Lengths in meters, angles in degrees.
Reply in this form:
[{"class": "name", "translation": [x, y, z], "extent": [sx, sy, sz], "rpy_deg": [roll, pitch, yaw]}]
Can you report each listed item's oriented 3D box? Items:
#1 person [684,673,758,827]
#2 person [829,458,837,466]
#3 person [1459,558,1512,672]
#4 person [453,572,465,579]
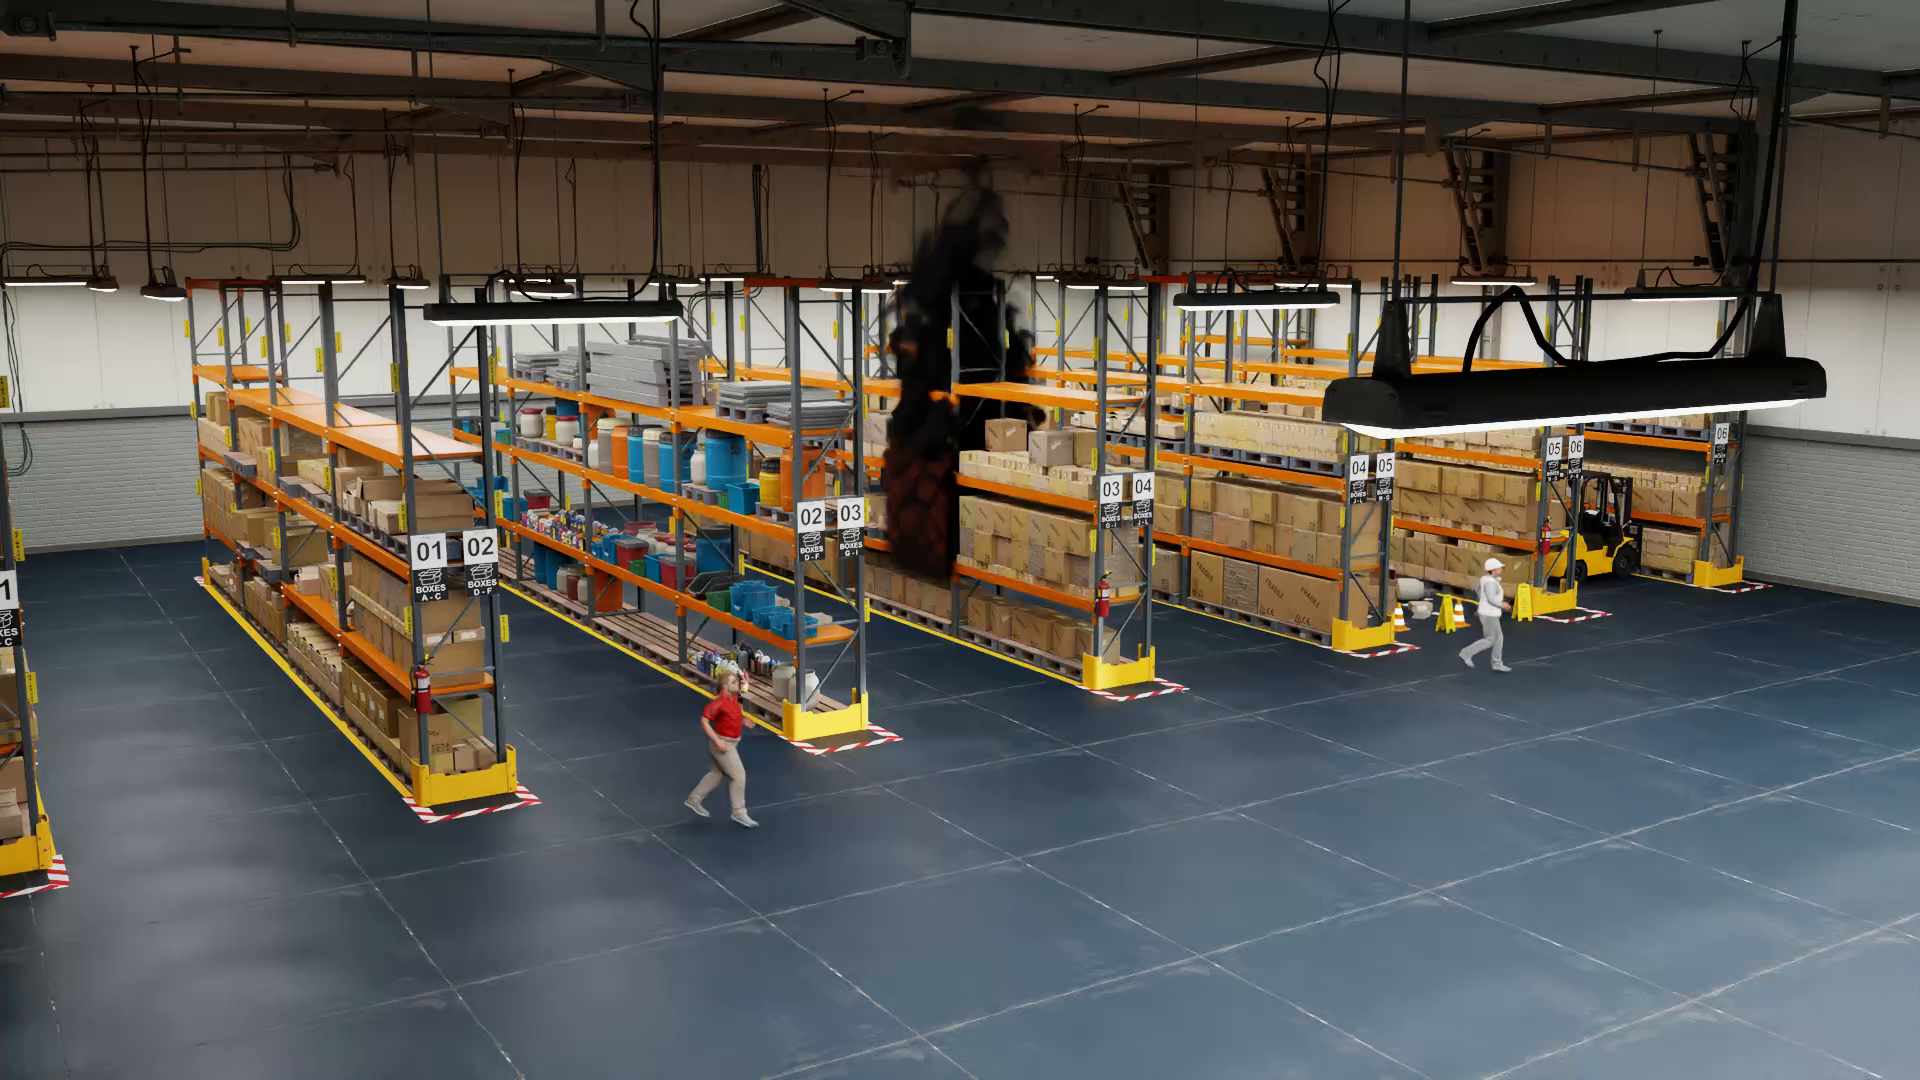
[{"class": "person", "translation": [-2.717, 2.359, 18.804], "extent": [0.854, 1.773, 0.655], "rpy_deg": [0, 10, -2]}, {"class": "person", "translation": [-3.124, -1.356, 41.269], "extent": [0.679, 1.597, 0.872], "rpy_deg": [7, 12, 36]}, {"class": "person", "translation": [8.188, 1.163, 25.810], "extent": [0.819, 1.781, 0.683], "rpy_deg": [2, 10, 10]}, {"class": "person", "translation": [-8.816, 0.725, 28.591], "extent": [0.670, 1.697, 0.878], "rpy_deg": [-8, 12, -39]}]
